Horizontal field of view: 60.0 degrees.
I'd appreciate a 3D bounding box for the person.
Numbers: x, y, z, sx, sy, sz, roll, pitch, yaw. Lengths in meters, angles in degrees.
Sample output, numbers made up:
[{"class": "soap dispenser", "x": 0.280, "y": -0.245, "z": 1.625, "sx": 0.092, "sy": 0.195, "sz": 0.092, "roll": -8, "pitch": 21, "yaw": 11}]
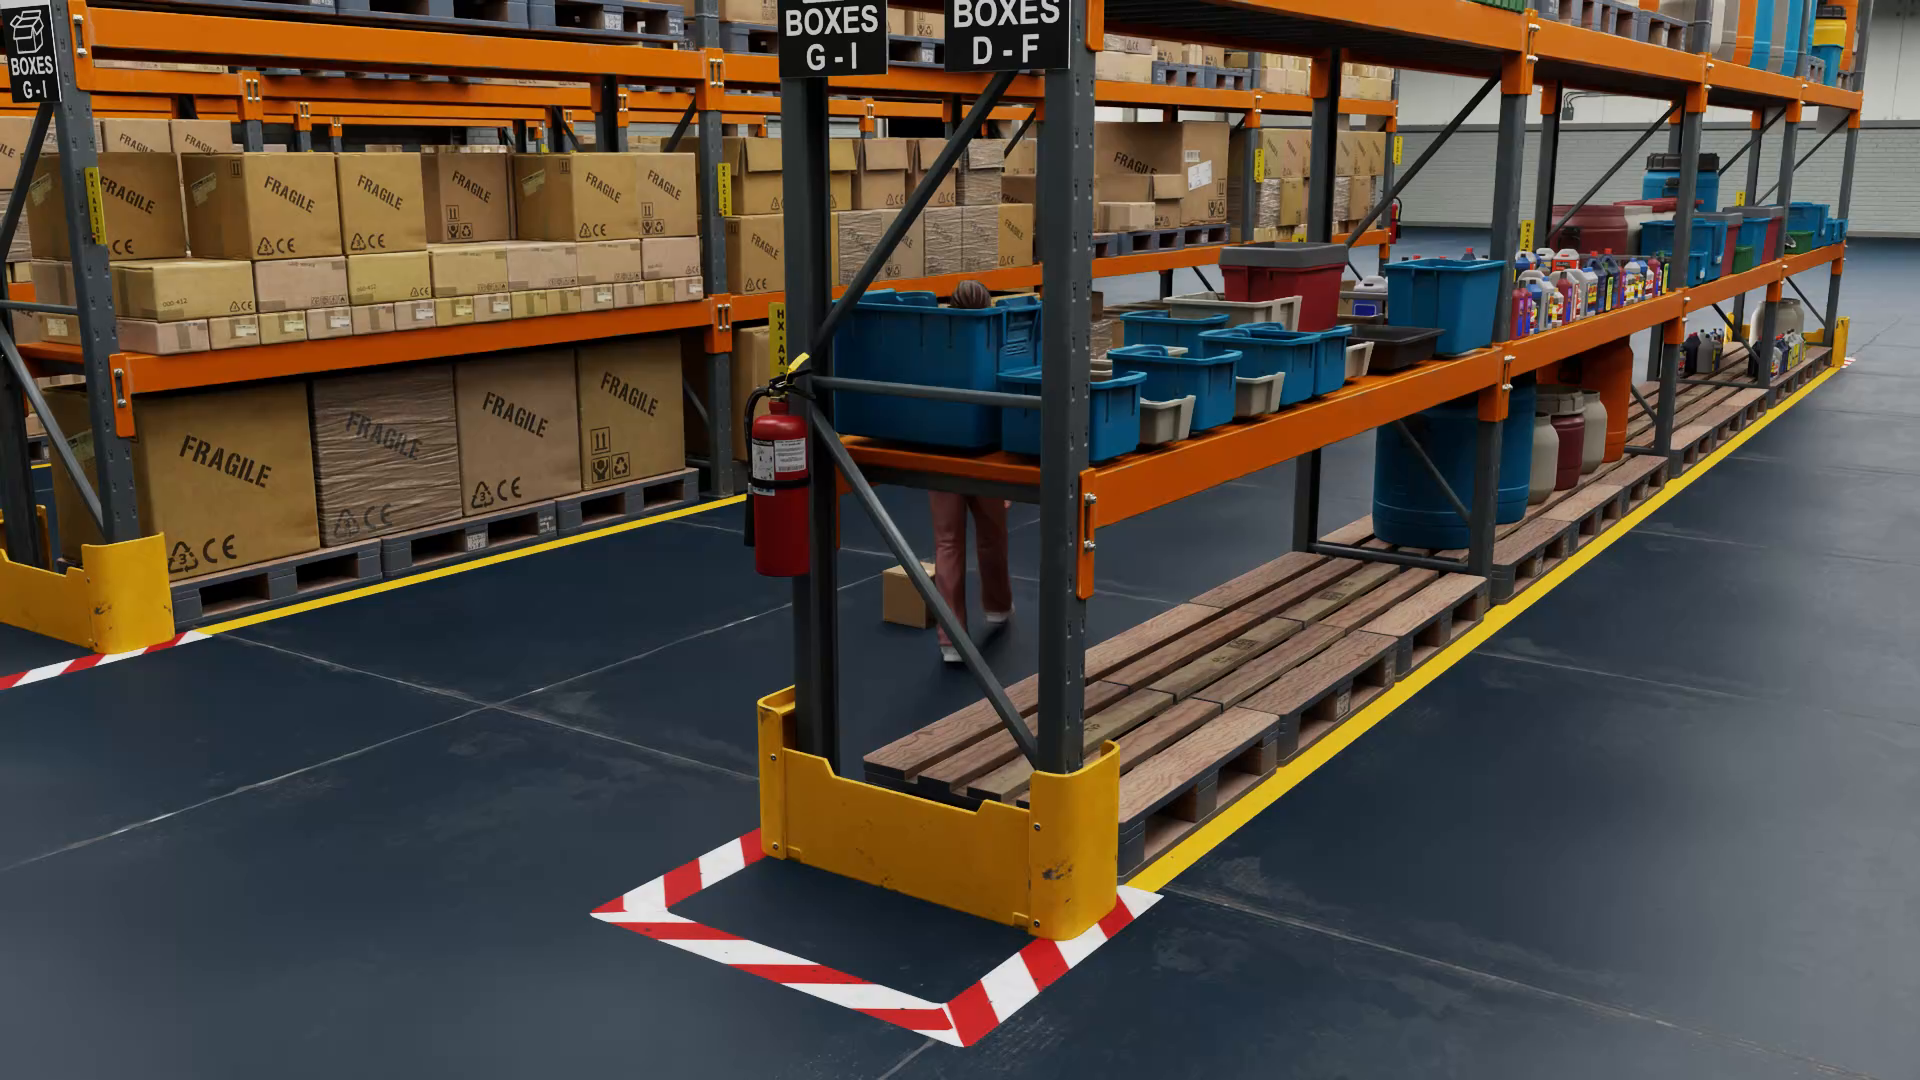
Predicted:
[{"class": "person", "x": 0.027, "y": -0.347, "z": 7.445, "sx": 0.469, "sy": 1.644, "sz": 0.853, "roll": 0, "pitch": 13, "yaw": 2}]
